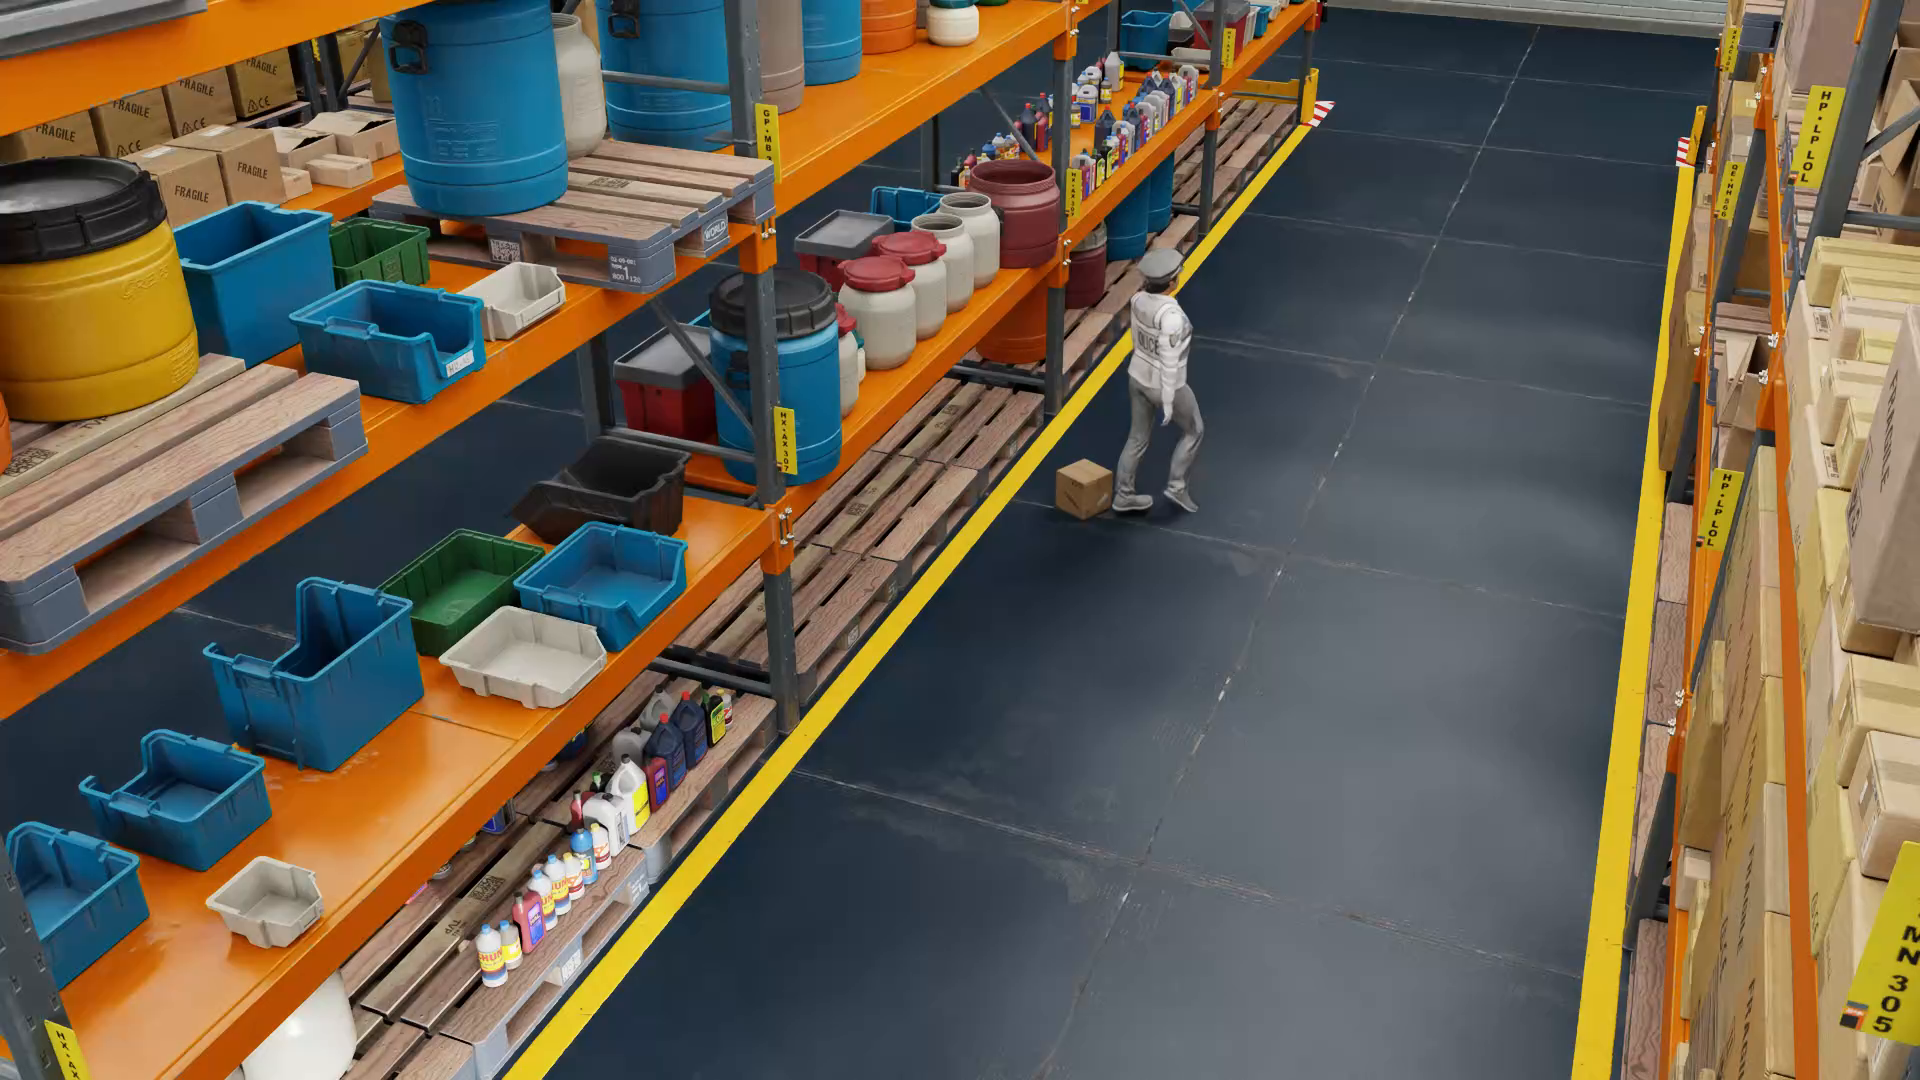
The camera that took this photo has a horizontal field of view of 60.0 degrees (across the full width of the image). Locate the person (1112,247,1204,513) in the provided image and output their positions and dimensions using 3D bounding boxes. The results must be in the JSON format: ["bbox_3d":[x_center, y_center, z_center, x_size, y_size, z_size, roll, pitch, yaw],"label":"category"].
[{"bbox_3d":[1.194,-0.919,9.981,0.542,1.746,0.504,-18,34,-28],"label":"person"}]
